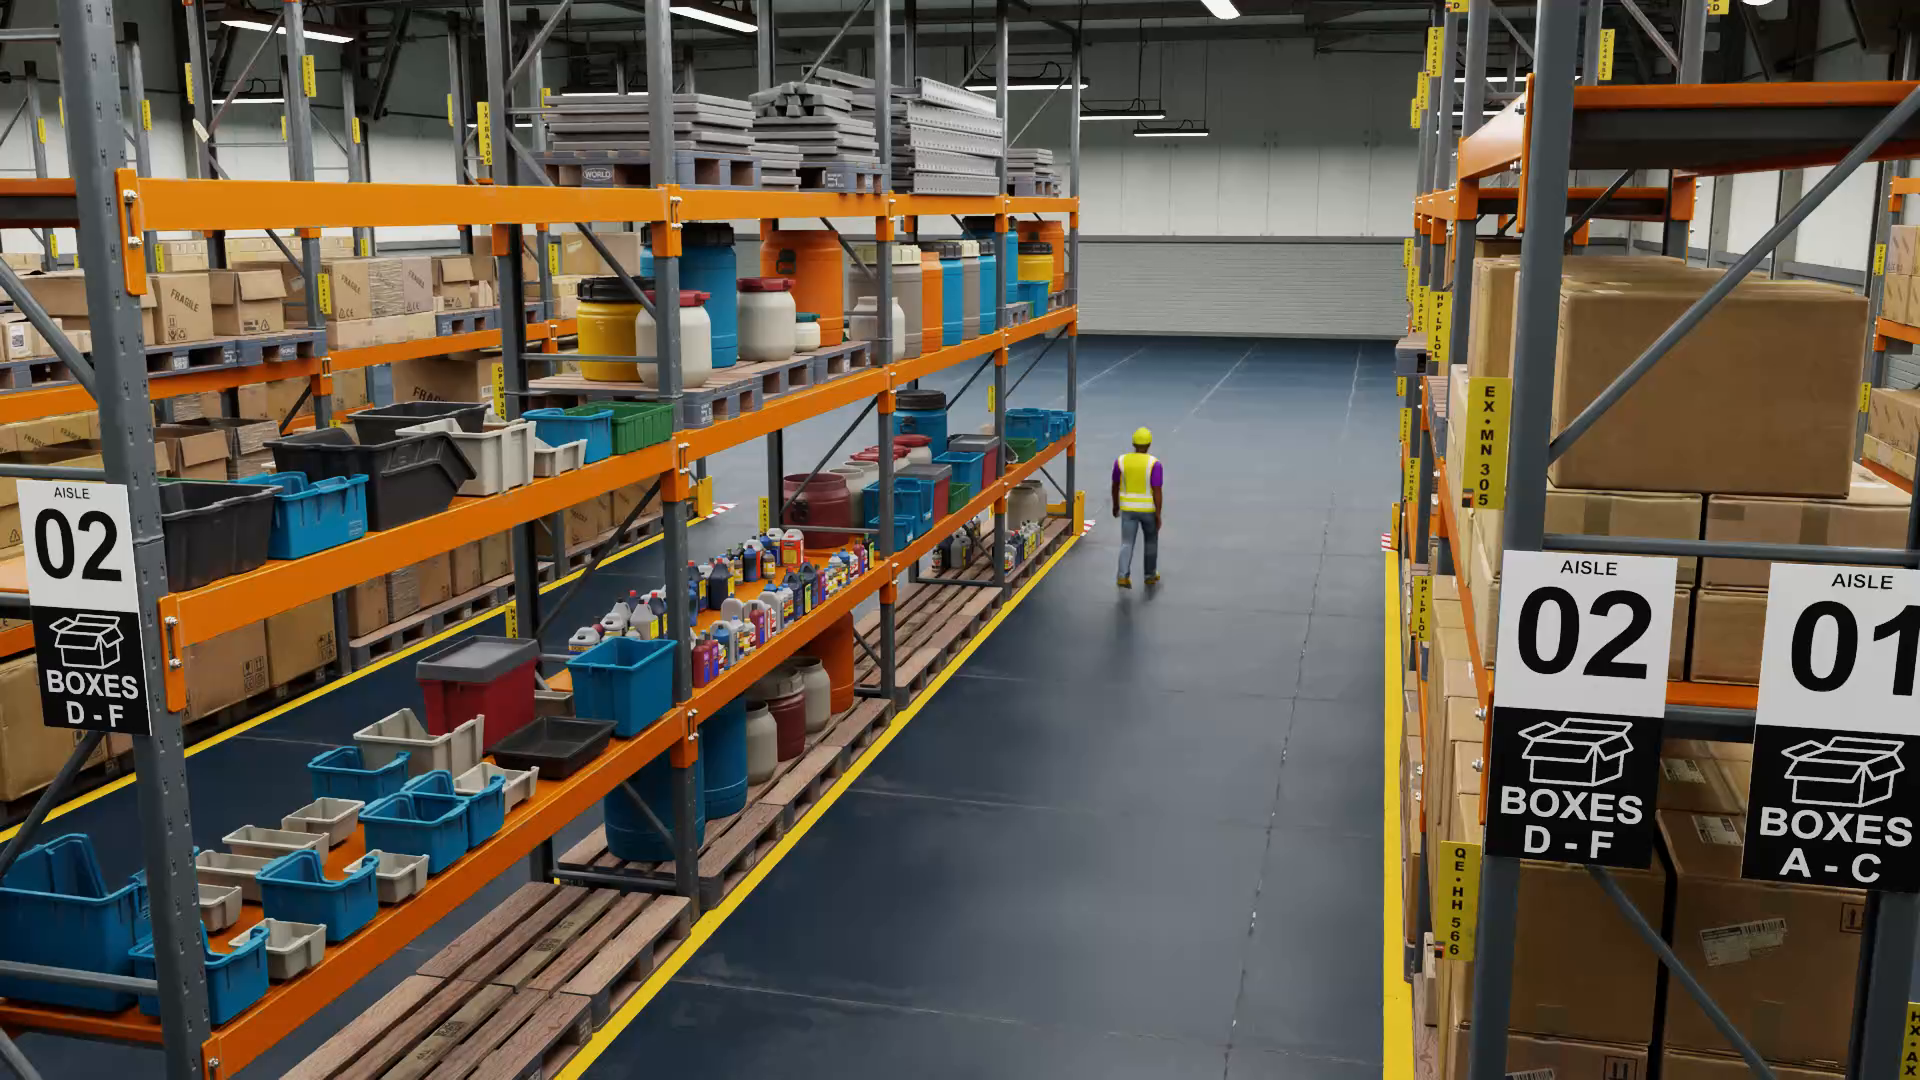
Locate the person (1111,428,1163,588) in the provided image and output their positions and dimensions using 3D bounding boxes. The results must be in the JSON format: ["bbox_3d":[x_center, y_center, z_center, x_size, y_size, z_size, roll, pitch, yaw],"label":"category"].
[{"bbox_3d":[1.870,-0.336,17.575,0.596,1.730,1.008,4,12,19],"label":"person"}]
